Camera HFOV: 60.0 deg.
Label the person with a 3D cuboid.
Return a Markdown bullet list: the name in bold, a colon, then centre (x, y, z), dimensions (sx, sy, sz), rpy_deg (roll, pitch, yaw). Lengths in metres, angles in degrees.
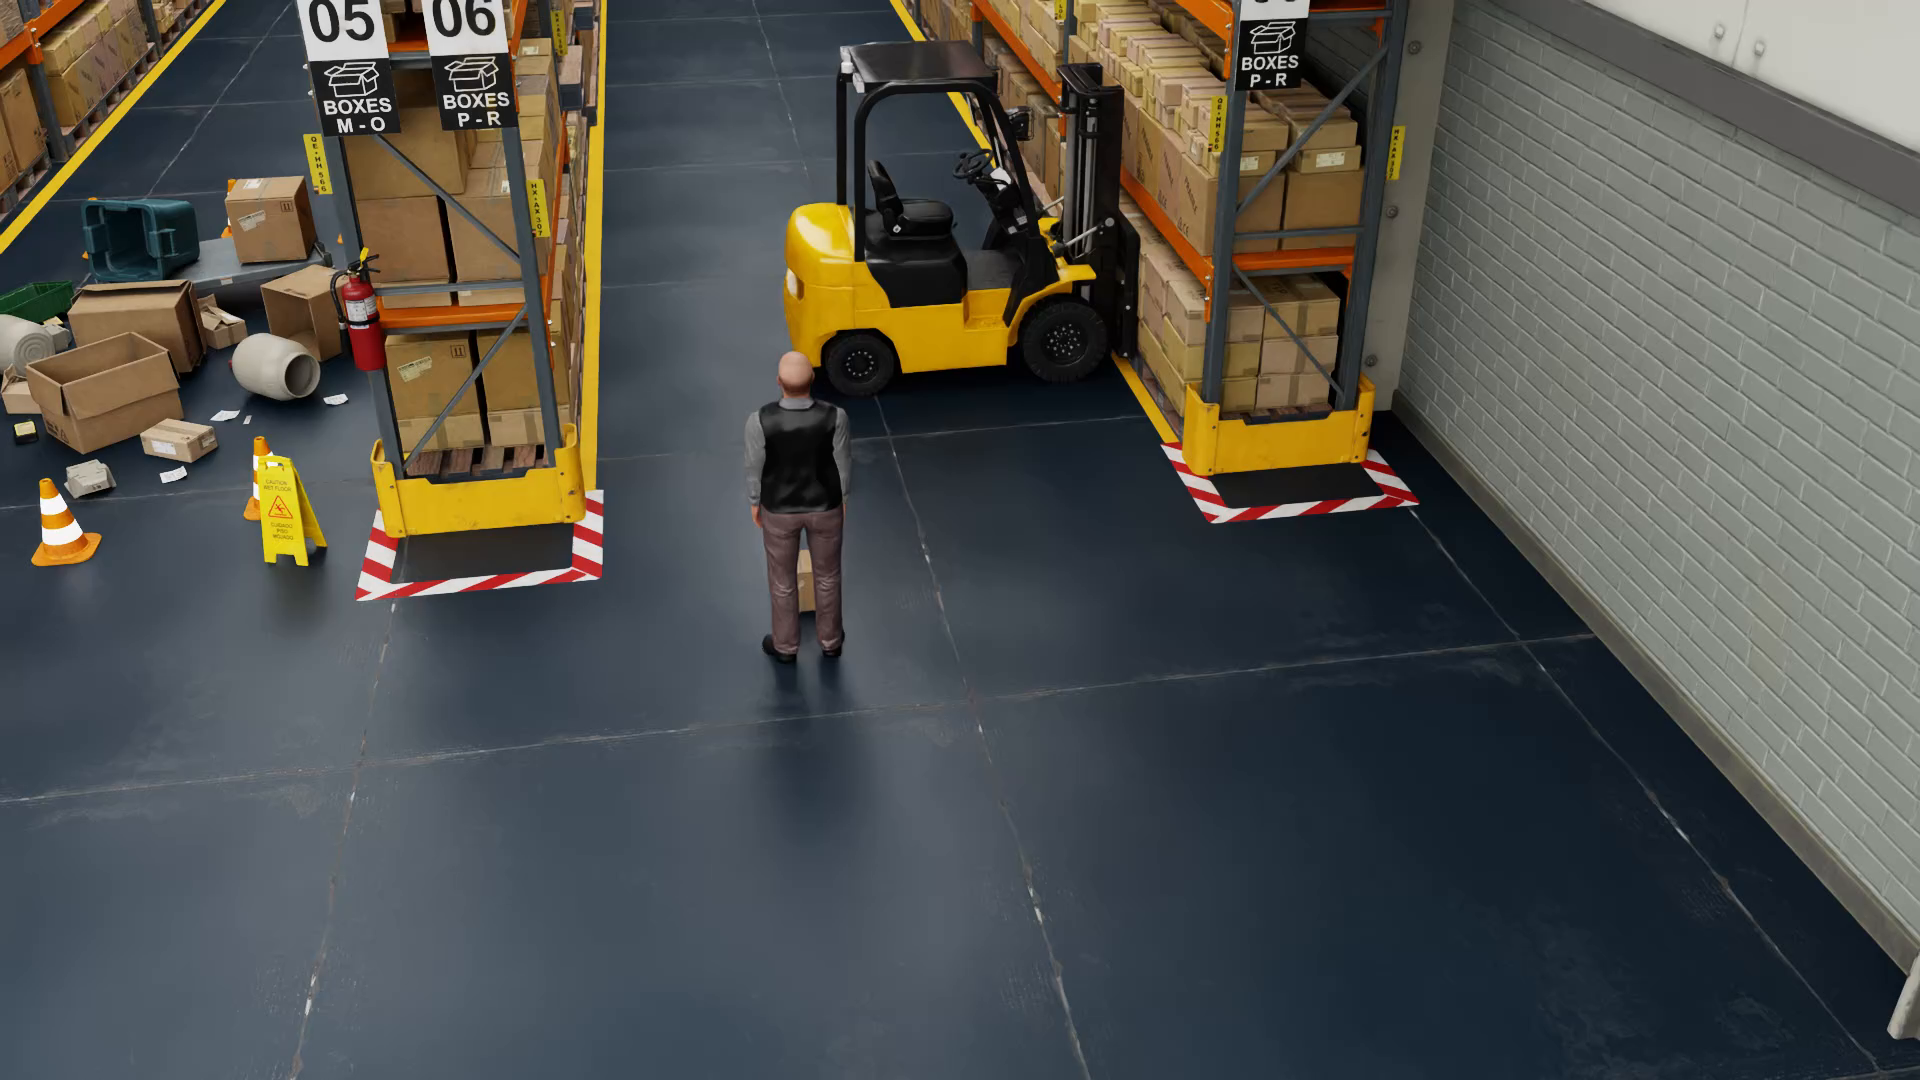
- **person**: centre (-0.810, -0.161, 8.446), dimensions (0.539, 1.743, 0.355), rpy_deg (-4, 31, -7)
